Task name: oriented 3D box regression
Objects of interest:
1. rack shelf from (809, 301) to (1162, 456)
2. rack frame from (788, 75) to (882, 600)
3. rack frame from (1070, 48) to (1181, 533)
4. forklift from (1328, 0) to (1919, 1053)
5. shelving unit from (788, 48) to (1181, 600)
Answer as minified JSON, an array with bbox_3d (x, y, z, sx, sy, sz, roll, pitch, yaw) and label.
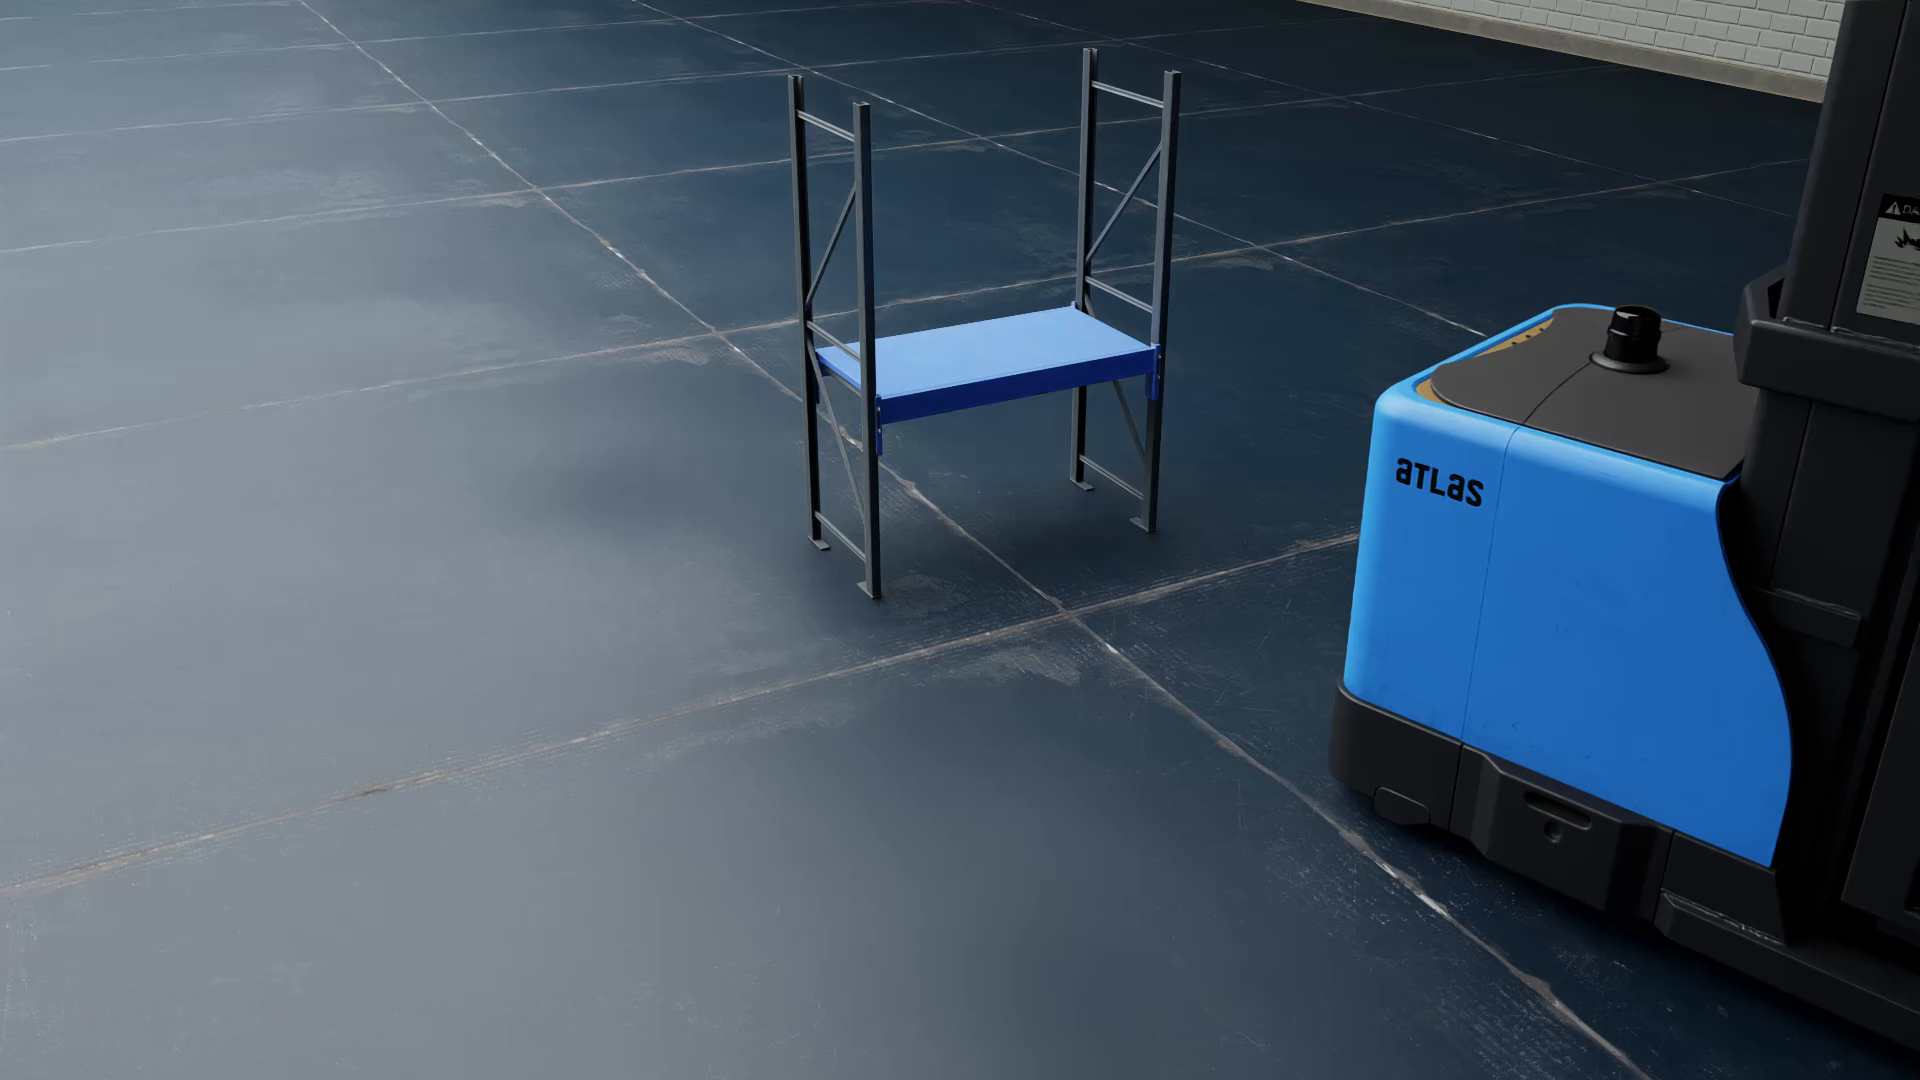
[{"bbox_3d":[0.075,-0.531,5.291,1.000,0.185,0.538,-13,29,-25],"label":"rack shelf"},{"bbox_3d":[-0.373,-0.590,4.998,0.032,1.500,0.500,-13,29,-25],"label":"rack frame"},{"bbox_3d":[0.524,-0.797,5.429,0.032,1.500,0.500,-13,29,-25],"label":"rack frame"},{"bbox_3d":[2.332,-0.396,2.940,3.031,2.935,1.130,22,34,39],"label":"forklift"},{"bbox_3d":[0.075,-0.693,5.214,1.048,1.500,0.538,-13,29,-25],"label":"shelving unit"}]
